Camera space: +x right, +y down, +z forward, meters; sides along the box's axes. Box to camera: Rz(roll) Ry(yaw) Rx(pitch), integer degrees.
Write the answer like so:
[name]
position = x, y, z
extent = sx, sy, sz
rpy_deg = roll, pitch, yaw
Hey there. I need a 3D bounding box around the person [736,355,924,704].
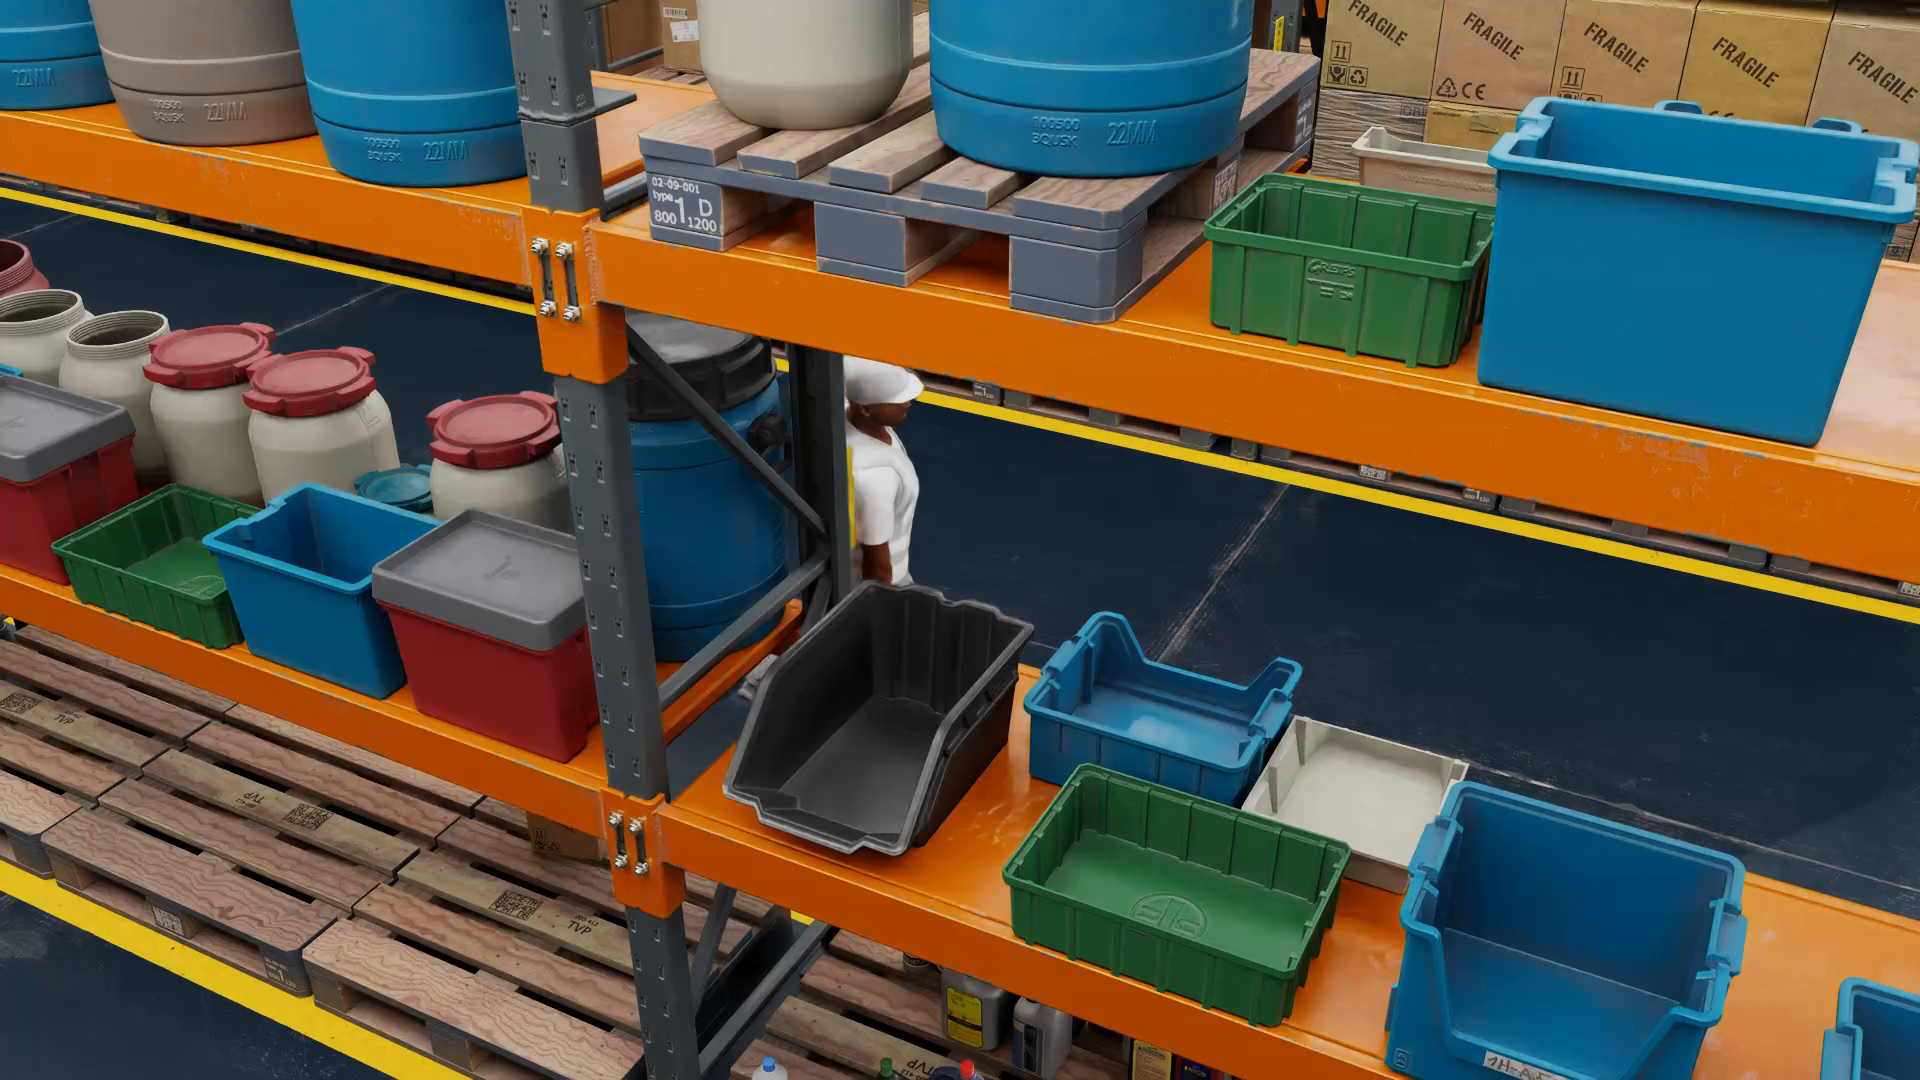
[person]
position = -0.375, 0.077, 5.978
extent = 0.879, 1.730, 0.645
rpy_deg = -10, 31, -16
